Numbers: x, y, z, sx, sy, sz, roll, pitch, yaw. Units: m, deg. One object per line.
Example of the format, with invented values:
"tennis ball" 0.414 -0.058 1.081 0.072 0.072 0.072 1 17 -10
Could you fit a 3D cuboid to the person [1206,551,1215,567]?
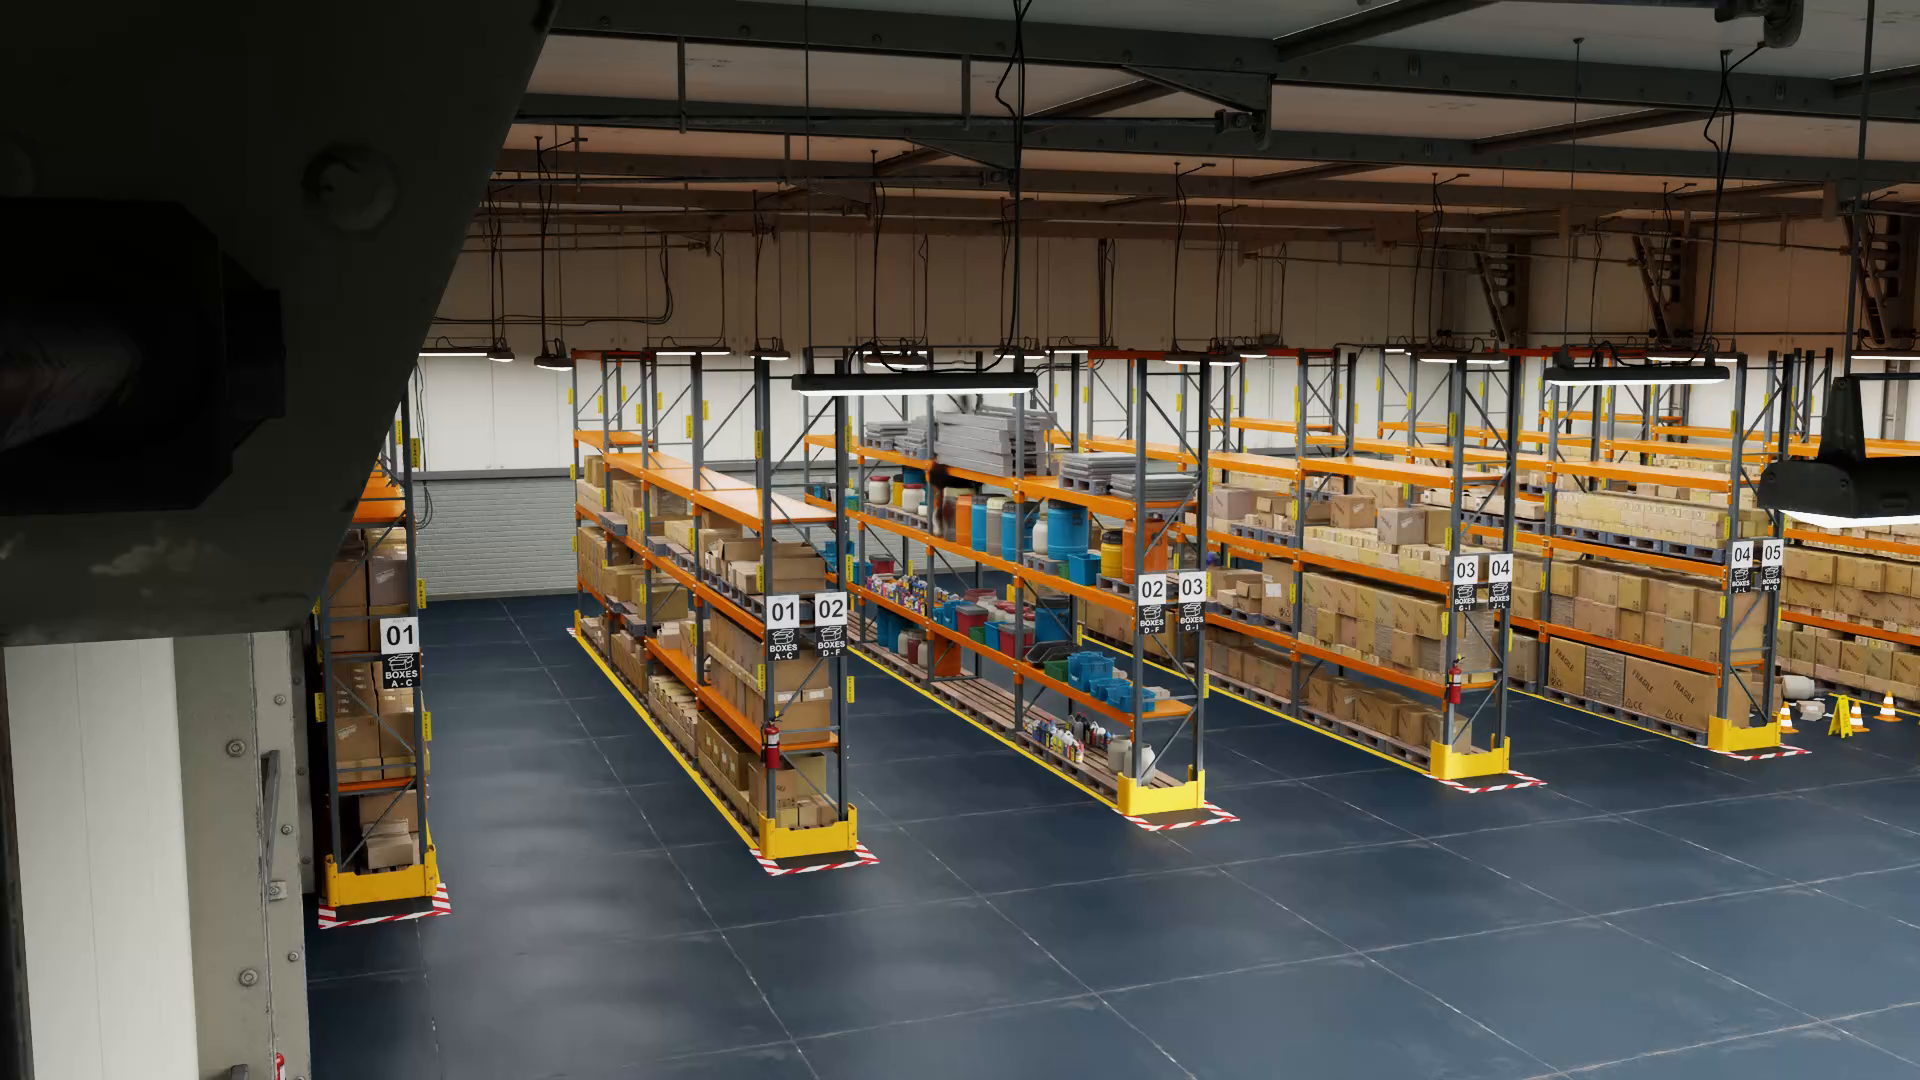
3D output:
"person" 5.463 0.850 37.541 0.552 1.717 0.768 -2 7 -18
